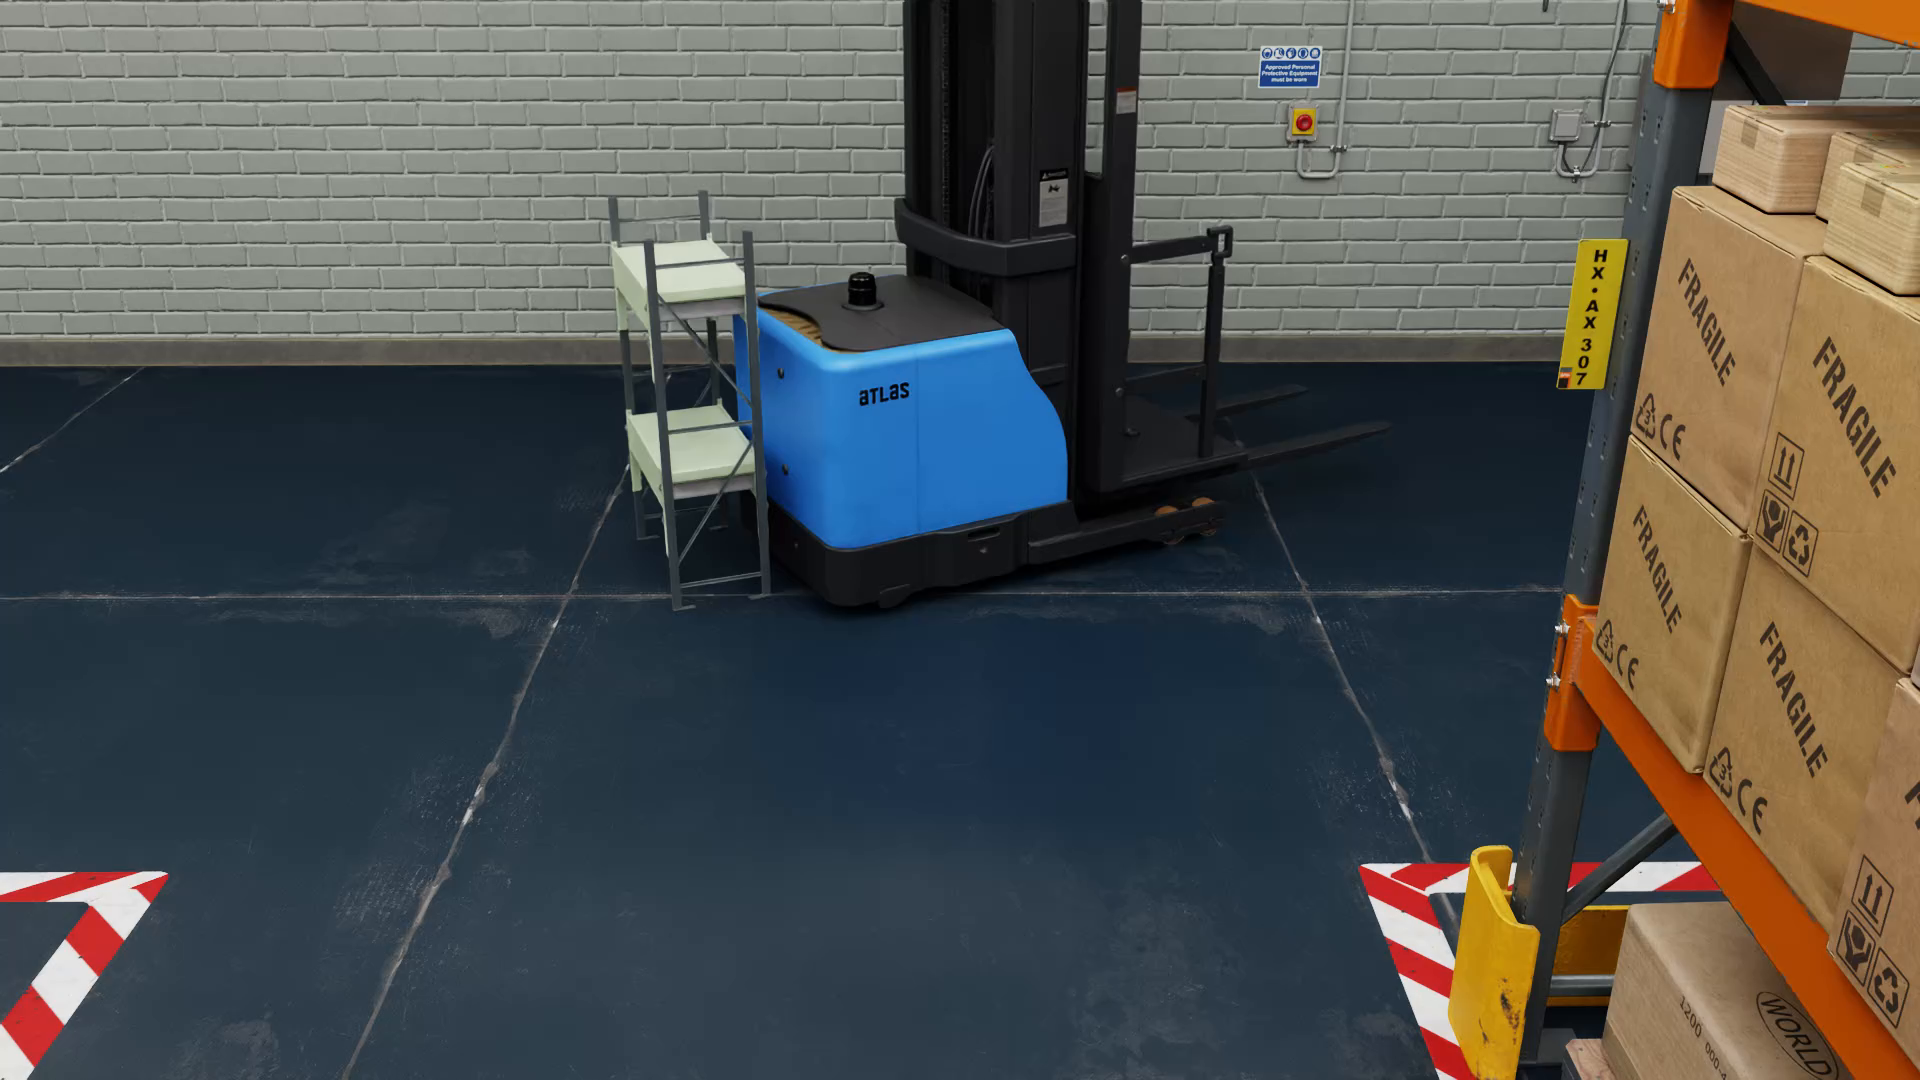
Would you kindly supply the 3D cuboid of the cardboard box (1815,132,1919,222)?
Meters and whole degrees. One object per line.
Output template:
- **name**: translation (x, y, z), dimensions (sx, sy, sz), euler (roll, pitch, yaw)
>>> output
- **cardboard box**: translation (1.690, -0.585, 2.782), dimensions (0.380, 0.149, 0.250), euler (0, 24, 1)

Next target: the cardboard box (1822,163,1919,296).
- **cardboard box**: translation (1.578, -0.477, 2.544), dimensions (0.380, 0.149, 0.250), euler (0, 24, 1)

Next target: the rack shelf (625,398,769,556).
- **rack shelf**: translation (-1.086, -0.273, 6.824), dimensions (0.431, 0.370, 0.720), euler (-9, 26, -19)

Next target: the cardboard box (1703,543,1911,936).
- **cardboard box**: translation (1.641, 0.318, 2.785), dimensions (0.500, 0.500, 0.500), euler (-1, 24, -1)

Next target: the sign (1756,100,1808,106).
- **sign**: translation (4.398, -2.360, 8.944), dimensions (0.329, 0.494, 0.001), euler (0, 24, -1)

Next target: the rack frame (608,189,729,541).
- **rack frame**: translation (-1.216, -0.711, 7.001), dimensions (0.400, 1.500, 0.023), euler (-9, 26, -19)

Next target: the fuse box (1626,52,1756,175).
- **fuse box**: translation (3.906, -1.729, 8.997), dimensions (0.539, 1.711, 0.414), euler (0, 24, -1)

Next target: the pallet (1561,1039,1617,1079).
- **pallet**: translation (1.976, 1.556, 3.553), dimensions (1.003, 0.211, 1.213), euler (0, 24, -1)

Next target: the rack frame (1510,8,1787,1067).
- **rack frame**: translation (1.889, -0.043, 3.706), dimensions (1.000, 3.000, 0.127), euler (0, 24, -1)

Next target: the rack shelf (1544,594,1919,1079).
- **rack shelf**: translation (1.911, 1.108, 2.032), dimensions (1.077, 0.370, 4.000), euler (0, 24, -1)

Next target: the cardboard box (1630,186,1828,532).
- **cardboard box**: translation (1.609, -0.346, 3.039), dimensions (0.500, 0.500, 0.500), euler (-1, 24, -2)

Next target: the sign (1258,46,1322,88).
- **sign**: translation (1.755, -2.515, 8.843), dimensions (0.327, 0.218, 0.001), euler (0, 24, -1)

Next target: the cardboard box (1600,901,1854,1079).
- **cardboard box**: translation (1.996, 1.204, 3.547), dimensions (0.875, 0.438, 0.875), euler (-1, 24, -2)

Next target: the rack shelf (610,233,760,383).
- **rack shelf**: translation (-1.086, -0.925, 6.529), dimensions (0.431, 0.370, 0.720), euler (-9, 26, -19)

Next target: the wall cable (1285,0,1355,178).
- **wall cable**: translation (1.804, -2.844, 8.627), dimensions (0.585, 1.953, 0.123), euler (0, 24, -1)

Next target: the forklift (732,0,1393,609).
- **forklift**: translation (0.583, -1.489, 6.986), dimensions (3.031, 2.935, 1.130), euler (-13, 27, -27)

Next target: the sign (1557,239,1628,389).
- **sign**: translation (1.334, -0.474, 3.511), dimensions (0.100, 0.325, 0.005), euler (0, 24, -1)

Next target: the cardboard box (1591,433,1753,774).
- **cardboard box**: translation (1.607, 0.110, 3.245), dimensions (0.500, 0.500, 0.500), euler (0, 24, -1)

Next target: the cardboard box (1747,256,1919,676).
- **cardboard box**: translation (1.622, -0.133, 2.569), dimensions (0.500, 0.500, 0.500), euler (-1, 24, -2)

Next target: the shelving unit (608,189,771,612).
- **shelving unit**: translation (-1.086, -0.570, 6.690), dimensions (0.431, 1.500, 0.755), euler (-9, 26, -19)

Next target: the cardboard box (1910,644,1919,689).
- **cardboard box**: translation (1.635, 0.079, 2.100), dimensions (0.500, 0.500, 0.500), euler (0, 24, -1)

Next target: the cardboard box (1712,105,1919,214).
- **cardboard box**: translation (1.616, -0.693, 3.020), dimensions (0.380, 0.149, 0.250), euler (0, 24, 1)

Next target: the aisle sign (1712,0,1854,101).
- **aisle sign**: translation (1.598, -1.256, 3.233), dimensions (0.394, 0.787, 0.004), euler (0, 24, -1)

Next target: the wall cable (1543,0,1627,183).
- **wall cable**: translation (3.222, -2.841, 8.659), dimensions (0.588, 1.984, 0.122), euler (0, 24, -1)

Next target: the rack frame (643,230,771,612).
- **rack frame**: translation (-0.956, -0.429, 6.378), dimensions (0.400, 1.500, 0.023), euler (-9, 26, -19)

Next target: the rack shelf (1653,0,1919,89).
- **rack shelf**: translation (1.911, -0.258, 1.414), dimensions (1.077, 0.370, 4.000), euler (0, 24, -1)

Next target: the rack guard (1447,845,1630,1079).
- **rack guard**: translation (1.889, 1.086, 4.243), dimensions (1.175, 0.500, 0.348), euler (0, 24, -1)

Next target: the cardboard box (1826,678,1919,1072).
- **cardboard box**: translation (1.628, 0.528, 2.321), dimensions (0.500, 0.500, 0.500), euler (0, 24, -1)
